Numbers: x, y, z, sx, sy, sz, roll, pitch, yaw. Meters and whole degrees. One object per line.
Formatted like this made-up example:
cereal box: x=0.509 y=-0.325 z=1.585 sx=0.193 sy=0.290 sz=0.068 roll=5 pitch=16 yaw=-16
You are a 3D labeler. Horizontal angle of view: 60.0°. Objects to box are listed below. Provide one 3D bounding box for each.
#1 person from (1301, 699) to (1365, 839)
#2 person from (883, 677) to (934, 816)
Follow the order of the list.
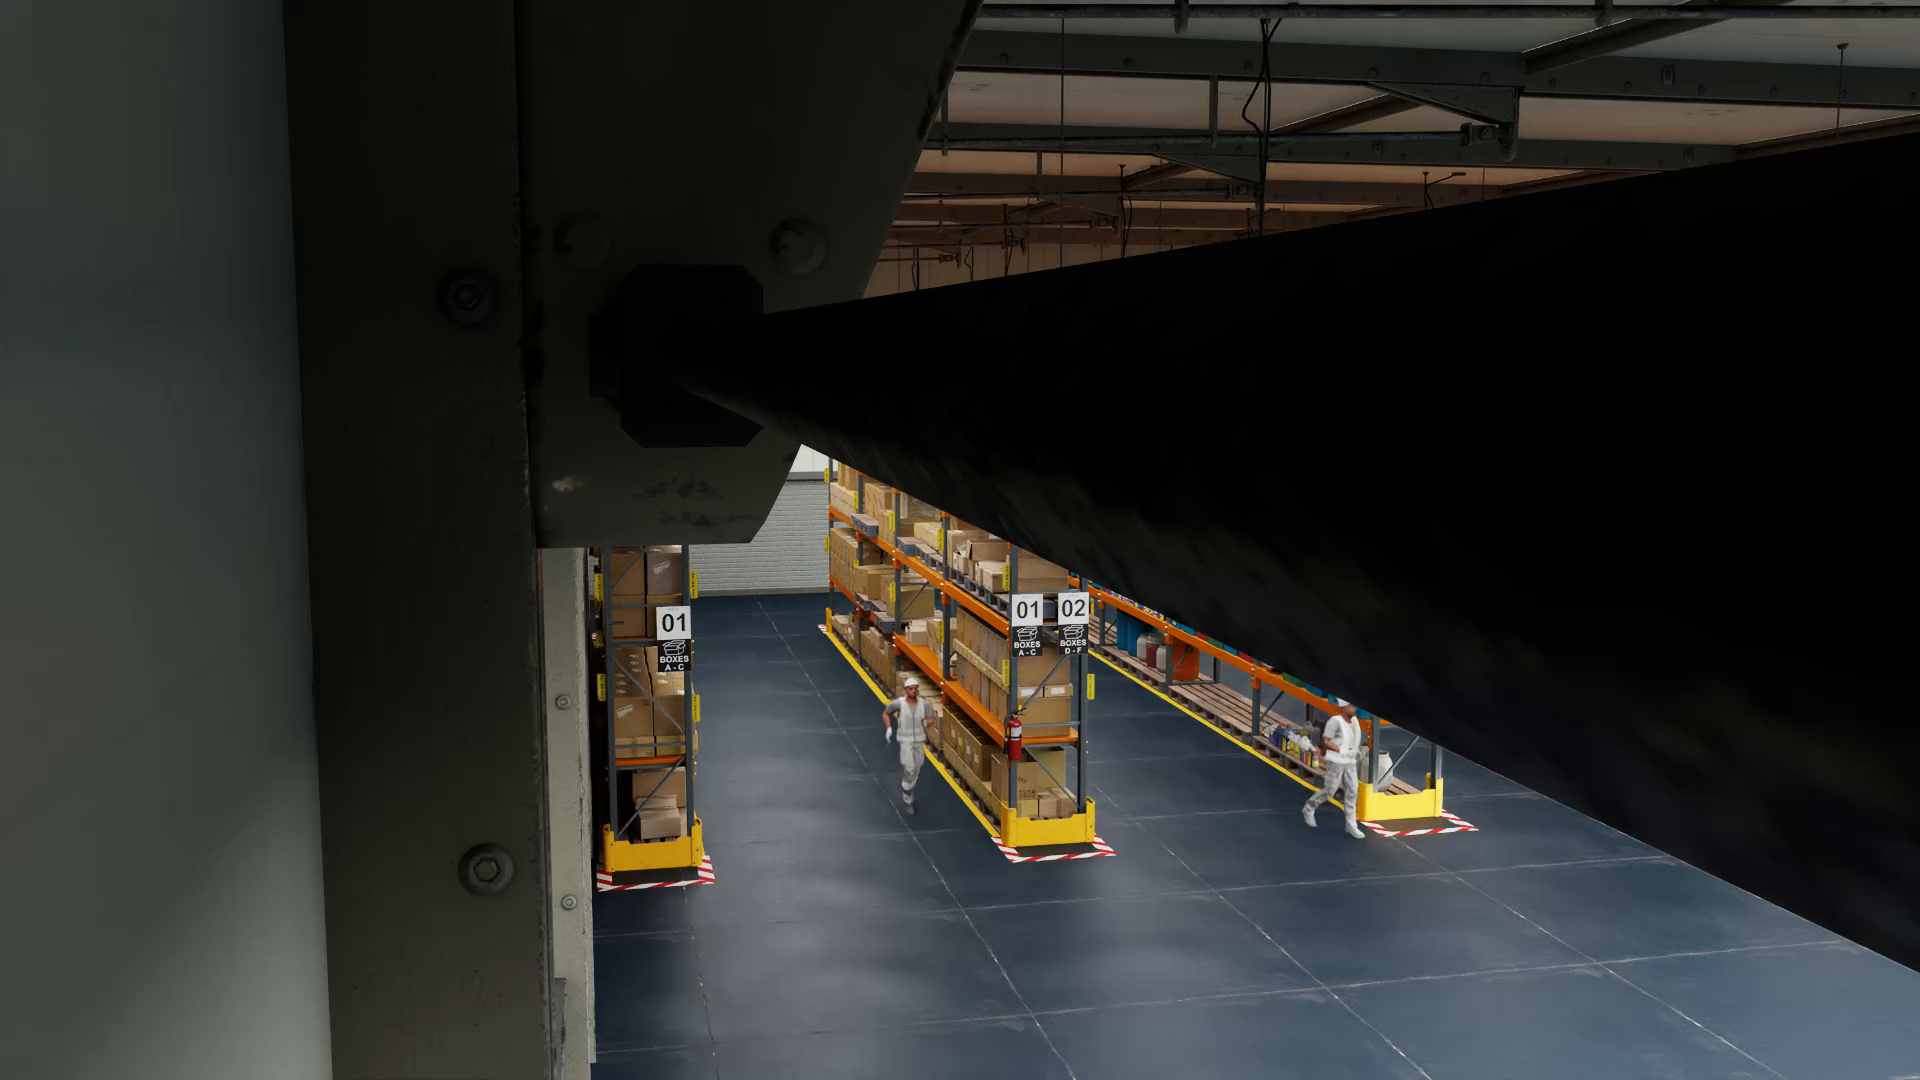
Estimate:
person: x=4.956 y=2.884 z=21.526 sx=0.737 sy=1.784 sz=0.901 roll=-5 pitch=9 yaw=-38
person: x=-0.667 y=2.775 z=22.519 sx=0.643 sy=1.846 sz=0.774 roll=-3 pitch=7 yaw=-22
